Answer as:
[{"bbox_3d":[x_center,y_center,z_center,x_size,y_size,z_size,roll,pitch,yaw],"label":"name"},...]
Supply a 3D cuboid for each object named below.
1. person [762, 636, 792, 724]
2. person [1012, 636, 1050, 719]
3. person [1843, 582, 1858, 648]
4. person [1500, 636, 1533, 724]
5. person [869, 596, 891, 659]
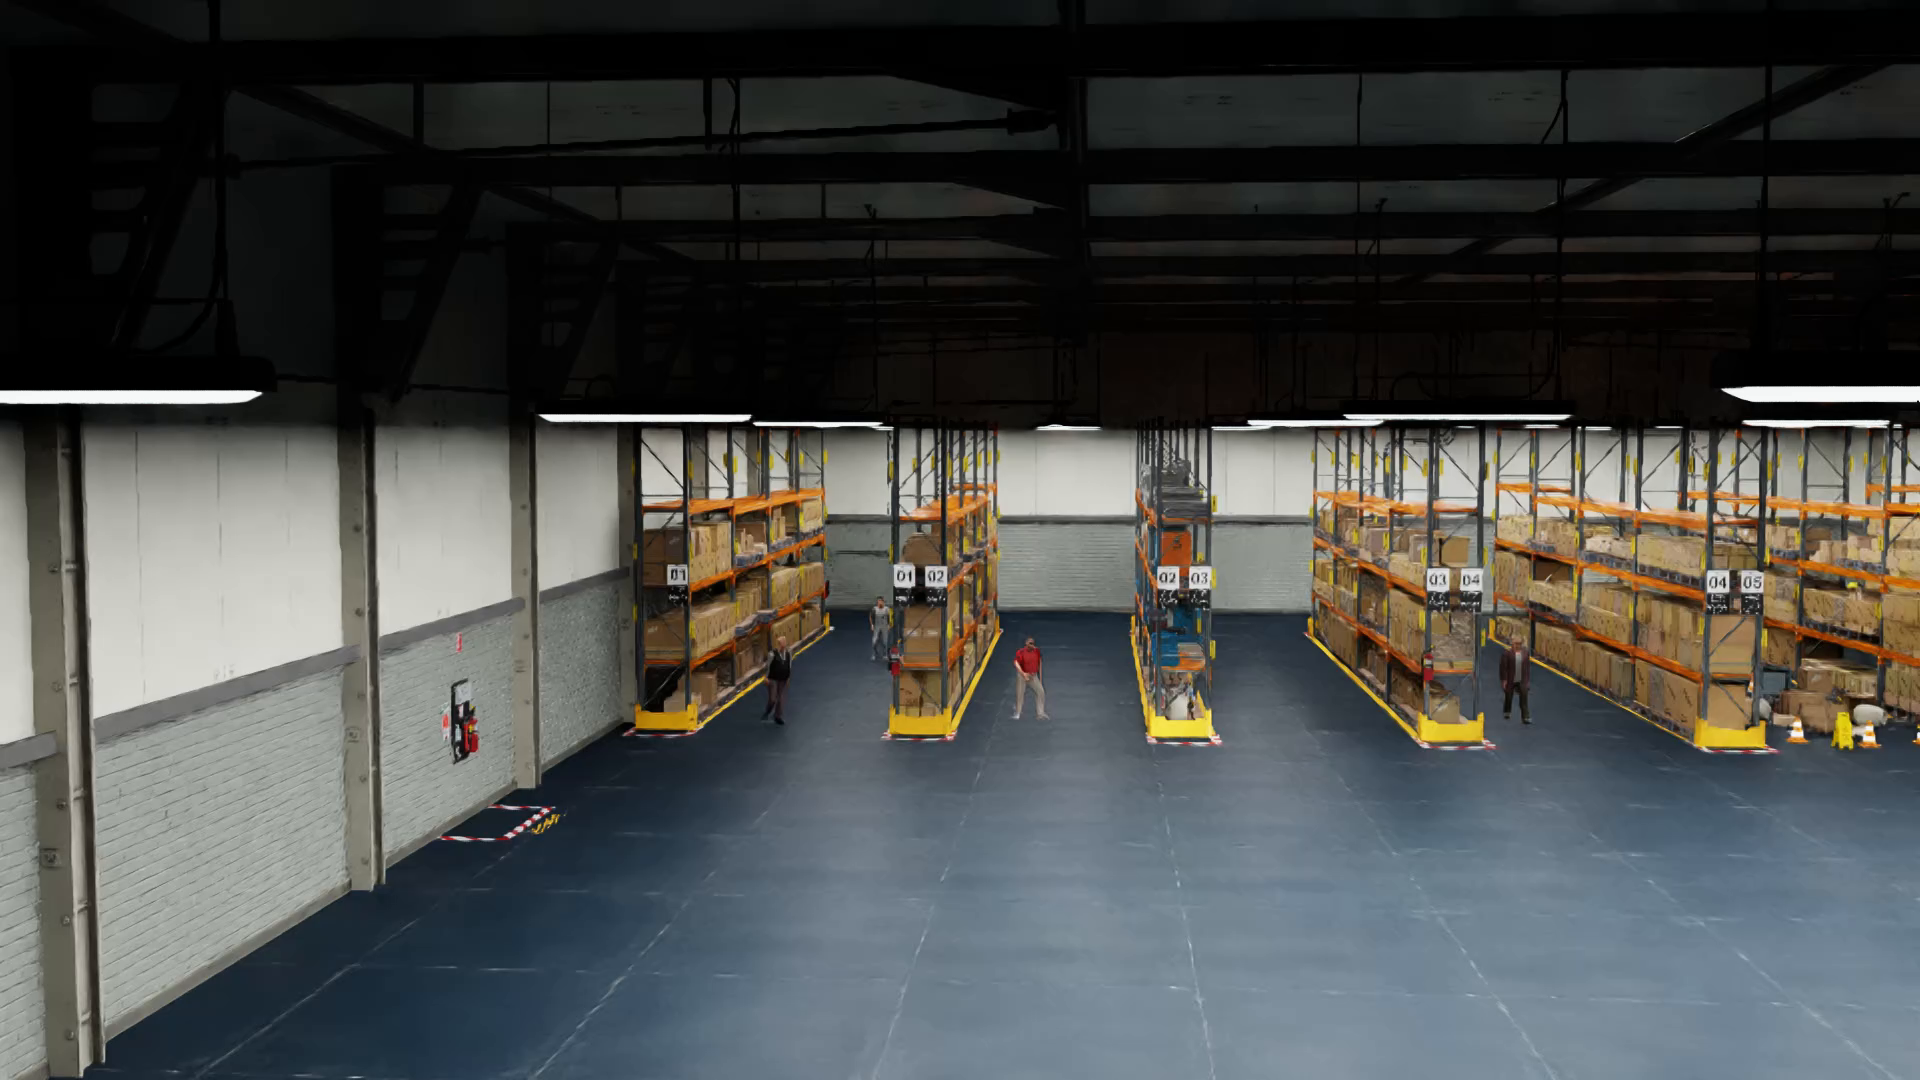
[{"bbox_3d":[-3.593,2.737,32.653,0.586,1.716,0.523,-2,4,-32],"label":"person"},{"bbox_3d":[1.370,2.725,33.063,0.679,1.672,0.768,-1,4,-17],"label":"person"},{"bbox_3d":[23.534,1.976,43.893,0.582,1.767,0.750,0,4,7],"label":"person"},{"bbox_3d":[10.920,2.721,32.671,0.598,1.698,1.193,0,4,7],"label":"person"},{"bbox_3d":[-1.986,2.195,41.756,0.580,1.617,0.503,0,4,3],"label":"person"}]
